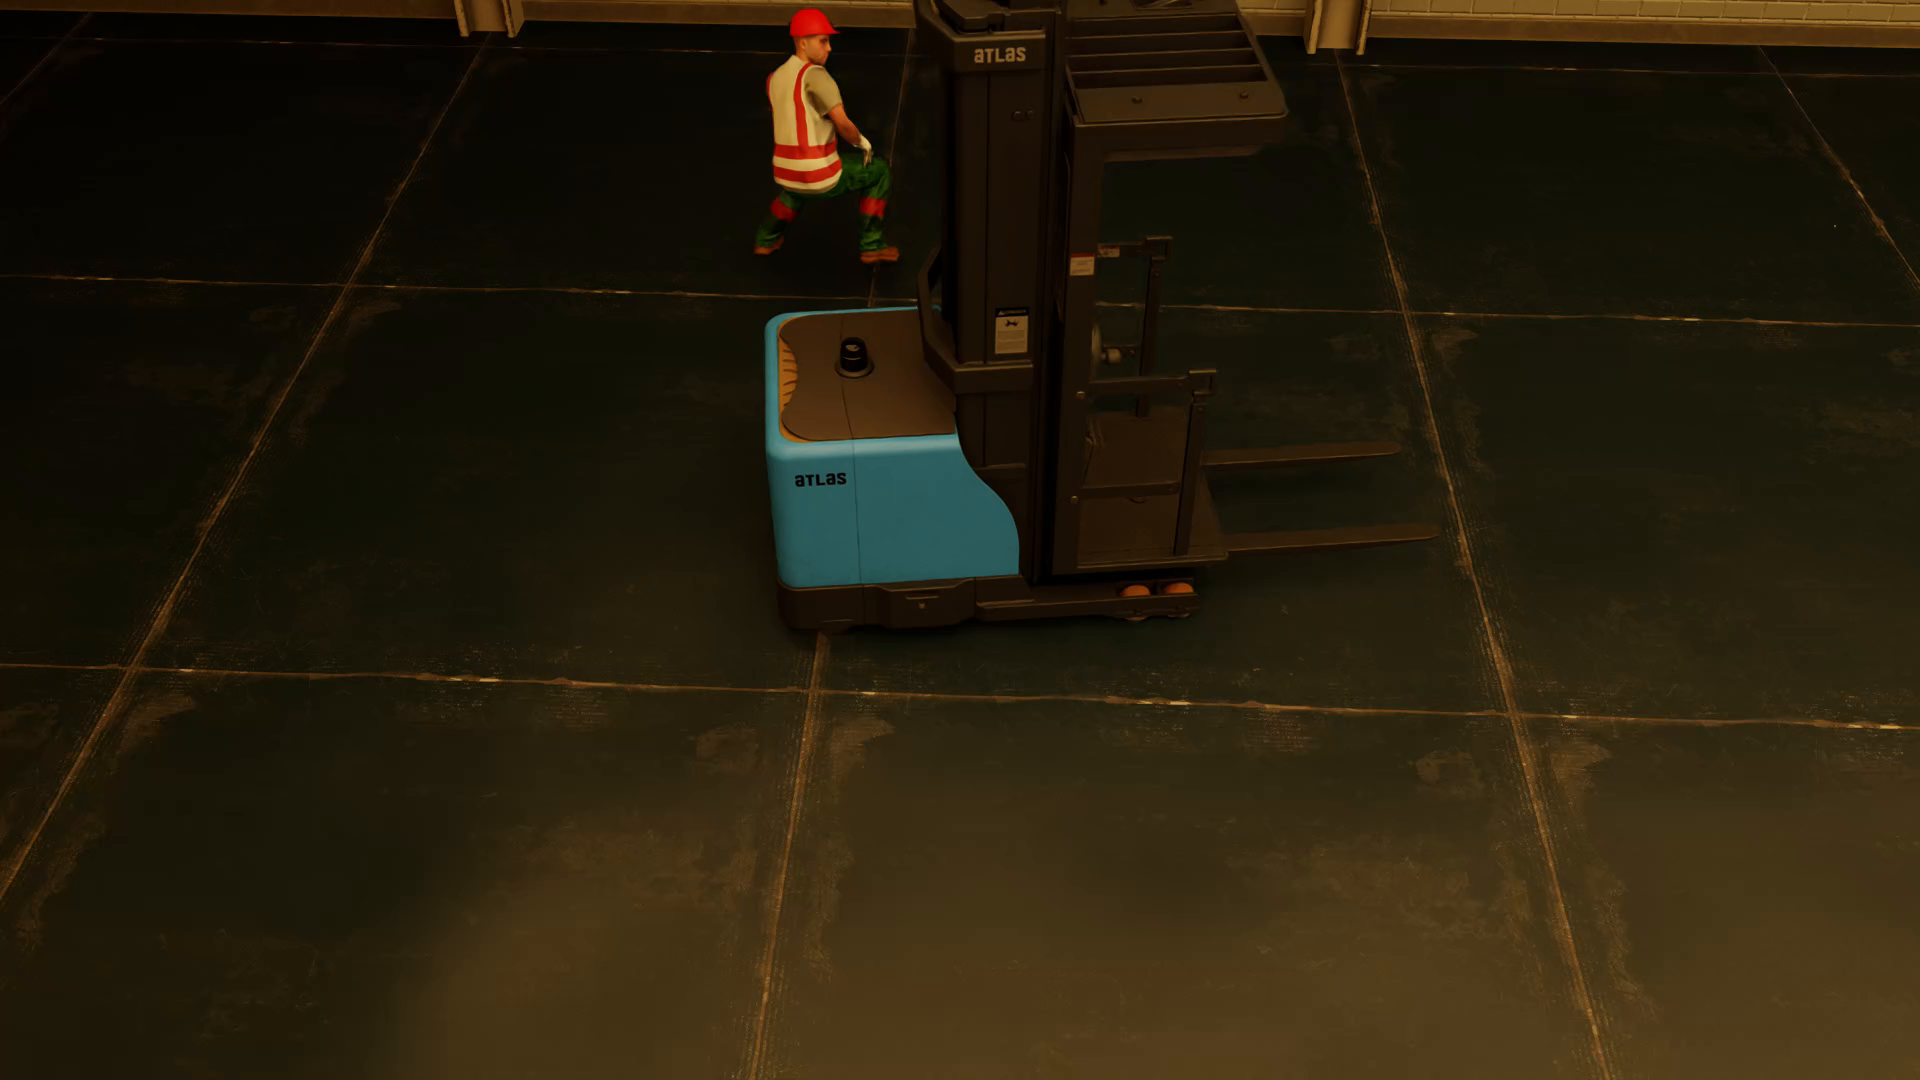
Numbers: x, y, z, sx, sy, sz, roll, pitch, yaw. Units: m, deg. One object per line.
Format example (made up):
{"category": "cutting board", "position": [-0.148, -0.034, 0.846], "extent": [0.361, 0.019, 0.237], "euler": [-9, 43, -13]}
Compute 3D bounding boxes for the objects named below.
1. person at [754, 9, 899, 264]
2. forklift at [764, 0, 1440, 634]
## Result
{"category": "person", "position": [-0.789, -2.161, 9.204], "extent": [0.887, 1.544, 0.707], "euler": [26, 49, 26]}
{"category": "forklift", "position": [0.662, -1.072, 6.916], "extent": [3.031, 2.935, 1.130], "euler": [-3, 43, -4]}
